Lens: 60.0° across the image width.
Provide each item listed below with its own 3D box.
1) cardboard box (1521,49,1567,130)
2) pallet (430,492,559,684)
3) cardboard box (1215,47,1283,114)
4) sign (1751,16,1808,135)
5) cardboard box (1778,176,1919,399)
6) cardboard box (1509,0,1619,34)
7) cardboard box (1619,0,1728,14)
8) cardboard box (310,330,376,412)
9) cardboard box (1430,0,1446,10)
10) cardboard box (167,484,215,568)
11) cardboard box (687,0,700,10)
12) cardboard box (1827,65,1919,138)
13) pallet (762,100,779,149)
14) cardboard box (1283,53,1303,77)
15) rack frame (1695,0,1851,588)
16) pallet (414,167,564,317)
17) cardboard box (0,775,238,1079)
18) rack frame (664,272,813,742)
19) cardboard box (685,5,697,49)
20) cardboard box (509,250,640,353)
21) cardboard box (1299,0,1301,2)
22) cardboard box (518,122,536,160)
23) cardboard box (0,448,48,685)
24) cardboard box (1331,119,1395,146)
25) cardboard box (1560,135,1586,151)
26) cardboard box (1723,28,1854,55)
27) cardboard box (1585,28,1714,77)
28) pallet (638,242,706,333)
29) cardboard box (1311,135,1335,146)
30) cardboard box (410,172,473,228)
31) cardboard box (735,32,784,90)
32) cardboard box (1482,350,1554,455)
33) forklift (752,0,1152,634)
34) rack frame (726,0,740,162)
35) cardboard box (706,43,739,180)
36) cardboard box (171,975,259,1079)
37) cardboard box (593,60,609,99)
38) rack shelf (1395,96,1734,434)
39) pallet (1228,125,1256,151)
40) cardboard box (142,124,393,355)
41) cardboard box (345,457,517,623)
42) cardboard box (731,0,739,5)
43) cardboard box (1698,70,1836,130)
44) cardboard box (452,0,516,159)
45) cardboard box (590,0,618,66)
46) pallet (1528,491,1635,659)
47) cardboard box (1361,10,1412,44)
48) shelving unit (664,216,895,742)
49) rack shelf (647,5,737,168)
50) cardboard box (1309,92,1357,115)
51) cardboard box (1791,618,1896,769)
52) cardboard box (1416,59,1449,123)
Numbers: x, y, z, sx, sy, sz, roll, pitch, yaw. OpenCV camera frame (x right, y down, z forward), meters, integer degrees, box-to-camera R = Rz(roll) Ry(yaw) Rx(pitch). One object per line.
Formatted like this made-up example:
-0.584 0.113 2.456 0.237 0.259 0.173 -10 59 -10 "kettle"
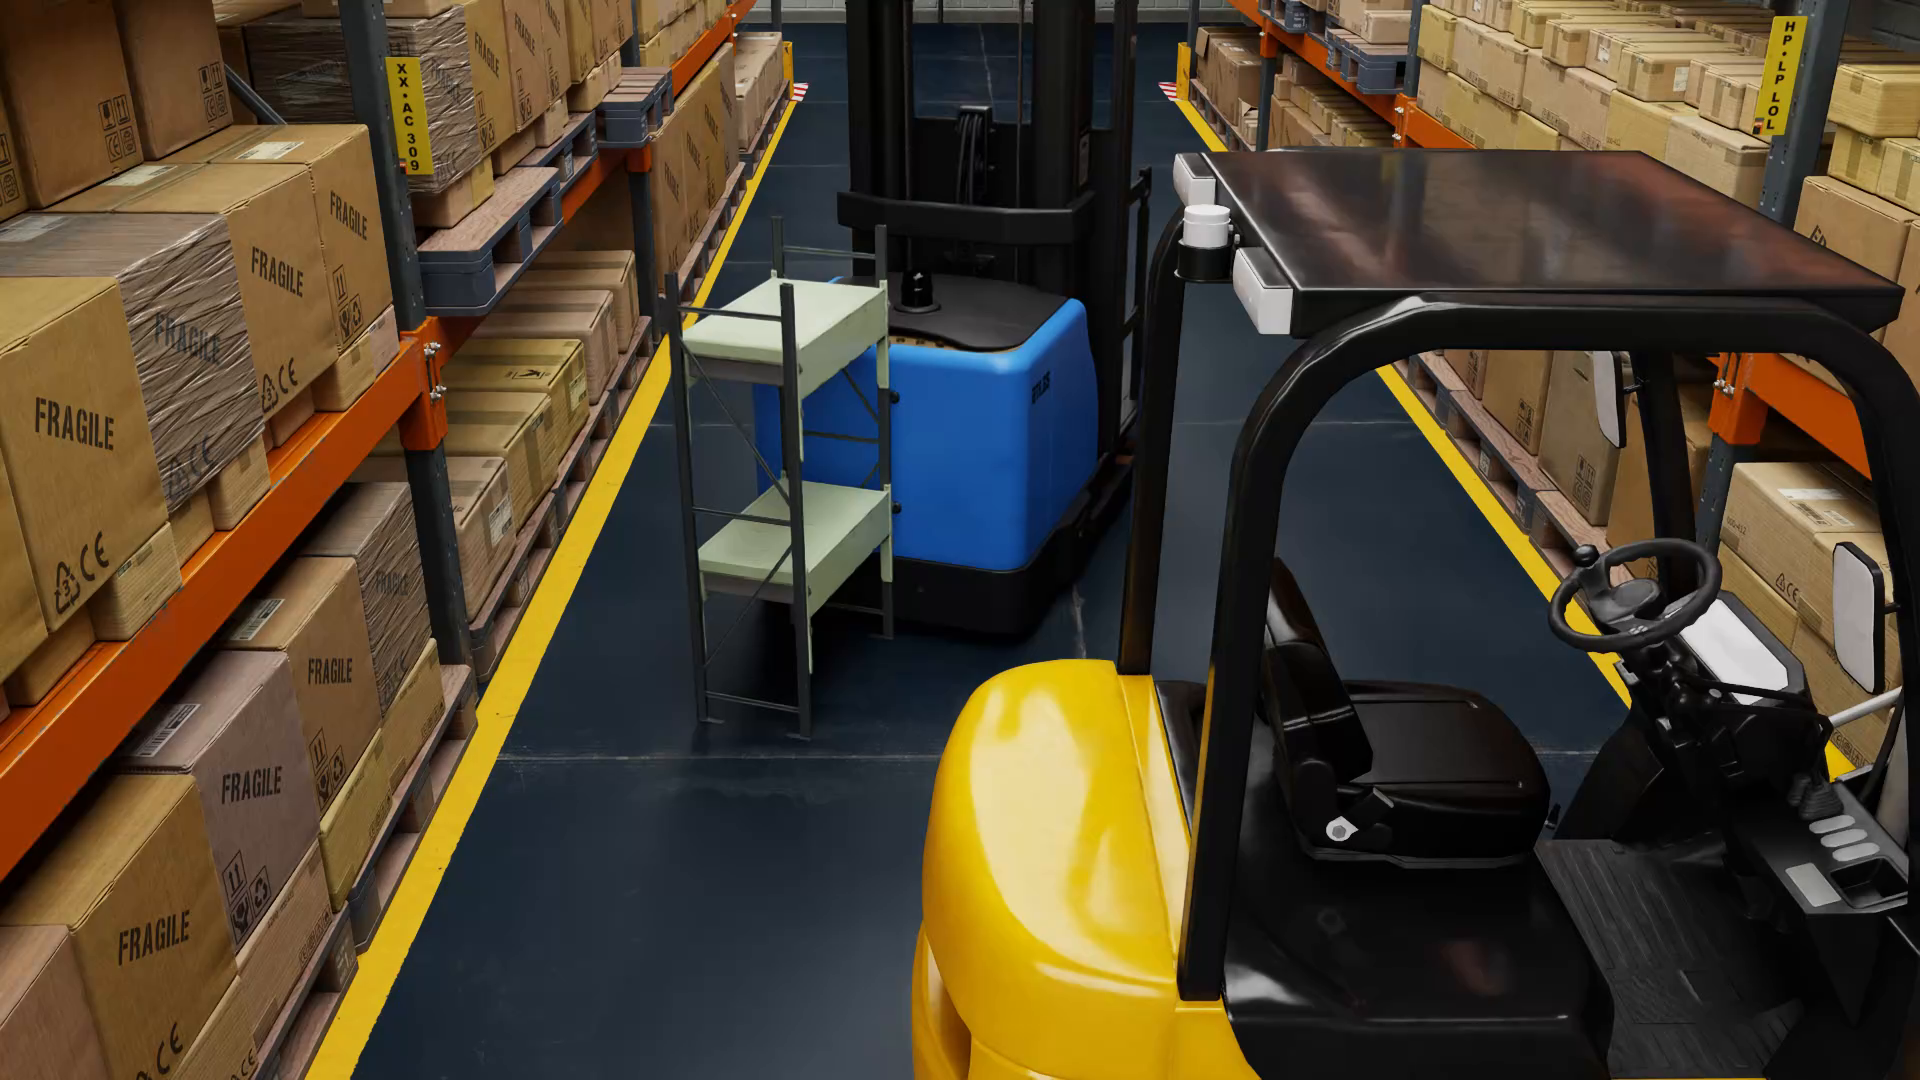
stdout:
2.598 -1.815 6.697 0.500 0.250 0.500 0 24 0 "cardboard box"
-2.115 0.150 6.162 1.003 0.211 1.213 0 24 -1 "pallet"
2.516 -3.997 14.472 0.500 0.500 0.500 0 24 0 "cardboard box"
2.316 -1.308 4.694 0.100 0.325 0.005 0 24 -1 "sign"
2.602 -0.685 4.503 0.500 0.500 0.500 -1 24 -2 "cardboard box"
2.604 -2.253 7.183 0.380 0.149 0.250 0 24 0 "cardboard box"
3.075 -2.256 7.190 0.380 0.149 0.250 0 24 -1 "cardboard box"
-1.787 -0.451 4.412 0.380 0.149 0.250 0 24 1 "cardboard box"
2.524 -2.680 8.127 0.380 0.149 0.250 0 24 1 "cardboard box"
-1.809 -0.030 3.481 0.380 0.149 0.250 -1 24 -1 "cardboard box"
-1.897 -3.445 10.301 0.500 0.250 0.500 0 24 0 "cardboard box"
2.565 -1.167 4.421 0.380 0.149 0.250 0 24 1 "cardboard box"
-2.139 -3.643 14.549 1.003 0.211 1.213 0 24 -1 "pallet"
2.570 -3.455 12.124 0.380 0.149 0.250 -1 24 -1 "cardboard box"
2.858 -0.823 4.930 1.000 3.000 0.127 0 24 -1 "rack frame"
-1.968 -1.028 5.615 1.003 0.211 1.213 0 24 -1 "pallet"
-1.802 0.803 3.252 0.500 0.500 0.500 0 24 0 "cardboard box"
-0.665 -0.067 5.078 0.400 1.500 0.023 8 26 17 "rack frame"
-1.934 -3.213 10.397 0.500 0.250 0.500 0 24 -1 "cardboard box"
-2.152 -1.209 8.462 0.950 0.372 0.625 -2 24 -4 "cardboard box"
2.403 -3.676 10.891 0.396 0.266 0.258 1 24 2 "cardboard box"
-1.830 -1.533 6.295 0.380 0.149 0.250 0 24 0 "cardboard box"
-1.805 0.048 2.522 0.500 0.500 0.500 -1 24 -2 "cardboard box"
2.570 -2.568 10.525 0.380 0.149 0.250 -1 24 -3 "cardboard box"
2.605 -1.373 6.329 0.500 0.250 0.500 0 24 0 "cardboard box"
3.108 -1.836 6.261 0.380 0.149 0.250 0 24 -1 "cardboard box"
2.589 -1.831 6.249 0.380 0.149 0.250 0 24 0 "cardboard box"
-2.082 -1.502 9.816 1.003 0.211 1.213 0 24 -1 "pallet"
2.568 -2.333 10.792 0.500 0.500 0.500 -1 24 -2 "cardboard box"
-1.795 -1.106 5.350 0.380 0.149 0.250 0 24 0 "cardboard box"
-2.129 -4.497 15.652 0.875 0.438 0.875 -1 24 -2 "cardboard box"
2.830 -0.777 7.200 0.875 0.625 0.625 -1 24 -3 "cardboard box"
0.210 -1.588 6.704 1.130 2.935 3.031 8 26 17 "forklift"
-2.192 -4.096 12.166 1.000 3.000 0.127 0 24 -1 "rack frame"
-2.105 -3.064 11.954 0.875 0.875 0.875 0 24 1 "cardboard box"
-1.810 1.141 3.413 0.500 0.250 0.500 1 24 3 "cardboard box"
-1.792 -2.073 7.489 0.380 0.149 0.250 -1 24 -3 "cardboard box"
2.837 -1.320 6.901 1.077 0.370 4.000 0 24 -1 "rack shelf"
2.765 -3.132 13.419 1.003 0.211 1.213 0 24 -1 "pallet"
-1.851 -0.799 4.393 0.500 0.500 0.500 -1 24 -2 "cardboard box"
-2.113 -0.010 5.810 0.950 0.372 0.625 0 24 0 "cardboard box"
-1.936 -4.336 12.576 0.500 0.500 0.500 1 24 1 "cardboard box"
2.612 -1.410 5.320 0.380 0.149 0.250 -1 24 -1 "cardboard box"
-1.829 -1.573 5.596 0.500 0.500 0.500 0 24 0 "cardboard box"
-1.849 -2.421 7.471 0.500 0.500 0.500 -1 24 -1 "cardboard box"
2.811 0.144 6.176 1.003 0.211 1.213 0 24 -1 "pallet"
2.424 -2.817 9.135 0.380 0.149 0.250 0 24 0 "cardboard box"
-0.546 -0.210 5.393 0.431 1.500 0.755 8 26 17 "shelving unit"
-2.170 -2.944 10.492 1.077 0.370 4.000 0 24 -1 "rack shelf"
2.620 -2.986 11.450 0.380 0.149 0.250 -1 24 -1 "cardboard box"
2.562 0.419 4.405 0.500 0.250 0.500 0 24 -1 "cardboard box"
2.575 -2.219 8.199 0.500 0.250 0.500 0 24 0 "cardboard box"
